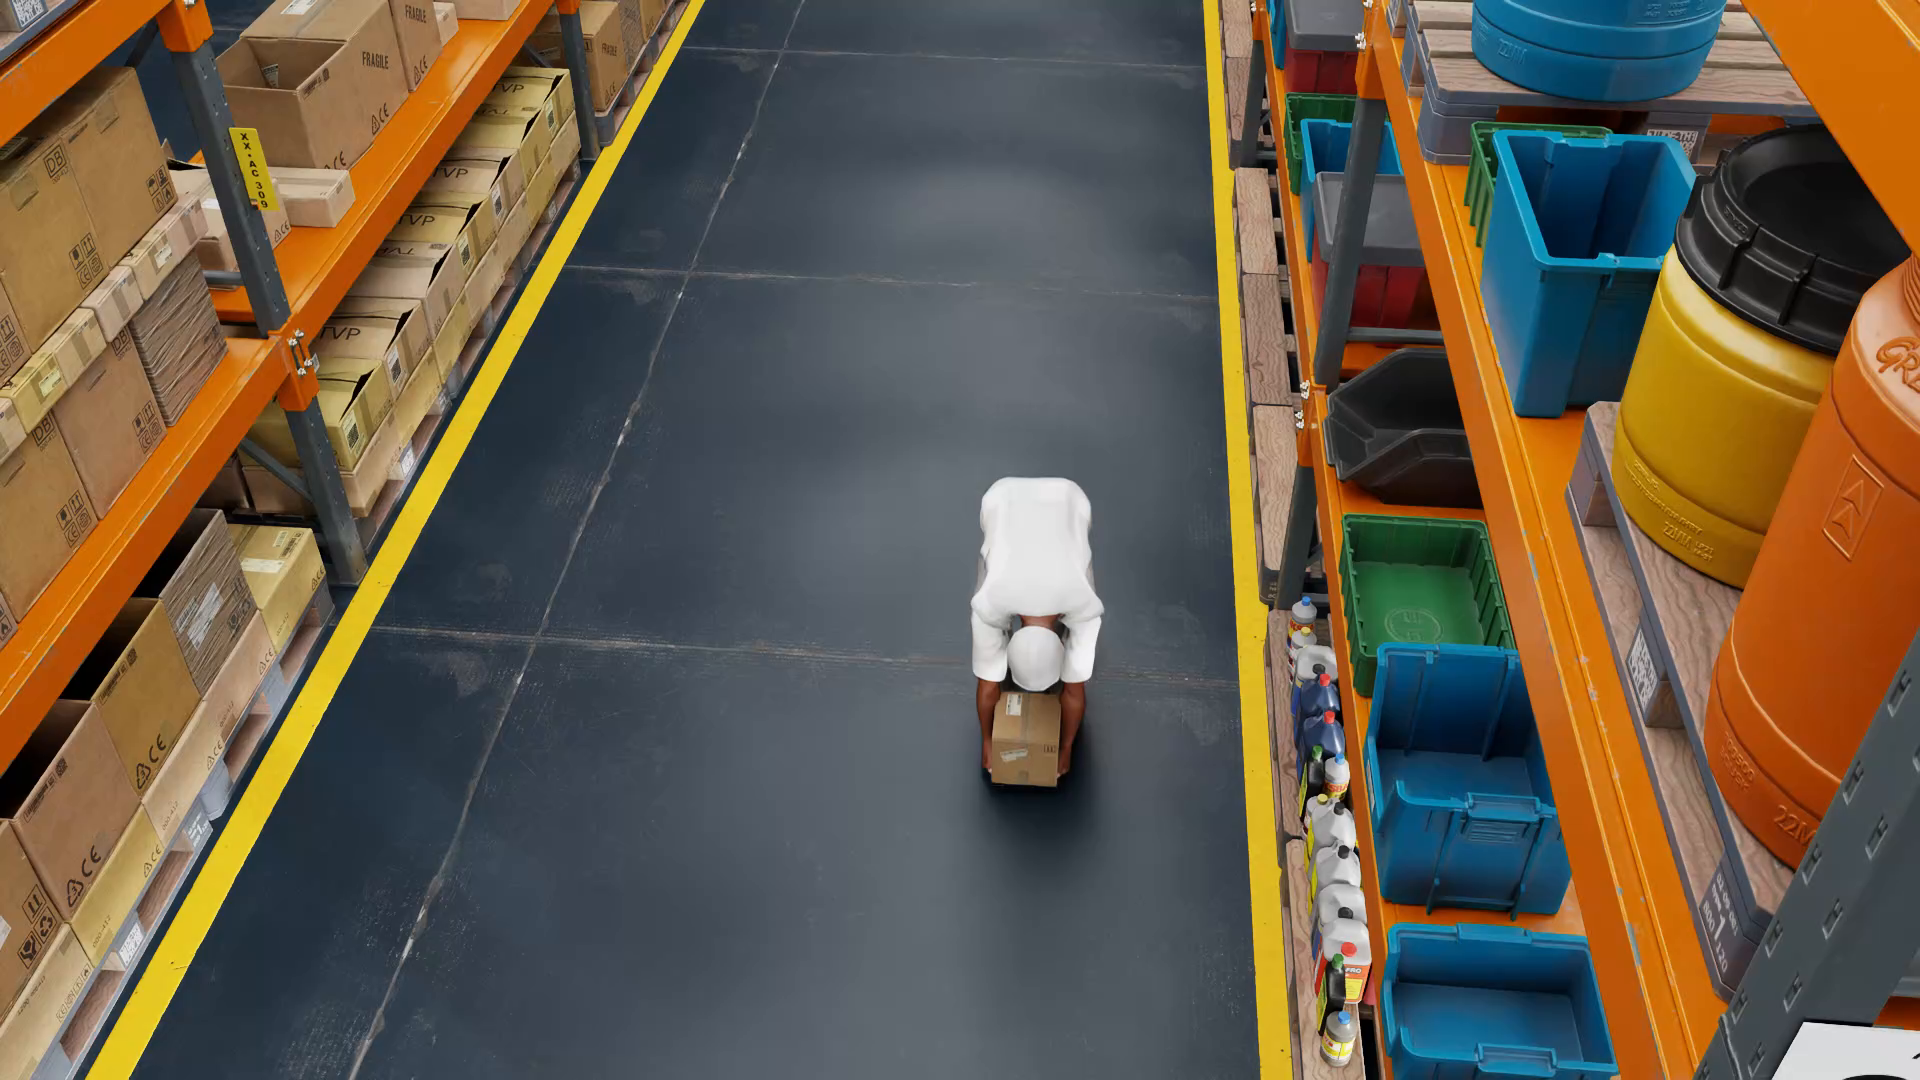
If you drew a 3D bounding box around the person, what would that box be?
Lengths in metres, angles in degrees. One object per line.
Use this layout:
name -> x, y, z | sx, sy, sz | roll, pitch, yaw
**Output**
person -> 0.287, 0.333, 6.360 | 0.502, 0.965, 0.973 | 1, 40, 2
